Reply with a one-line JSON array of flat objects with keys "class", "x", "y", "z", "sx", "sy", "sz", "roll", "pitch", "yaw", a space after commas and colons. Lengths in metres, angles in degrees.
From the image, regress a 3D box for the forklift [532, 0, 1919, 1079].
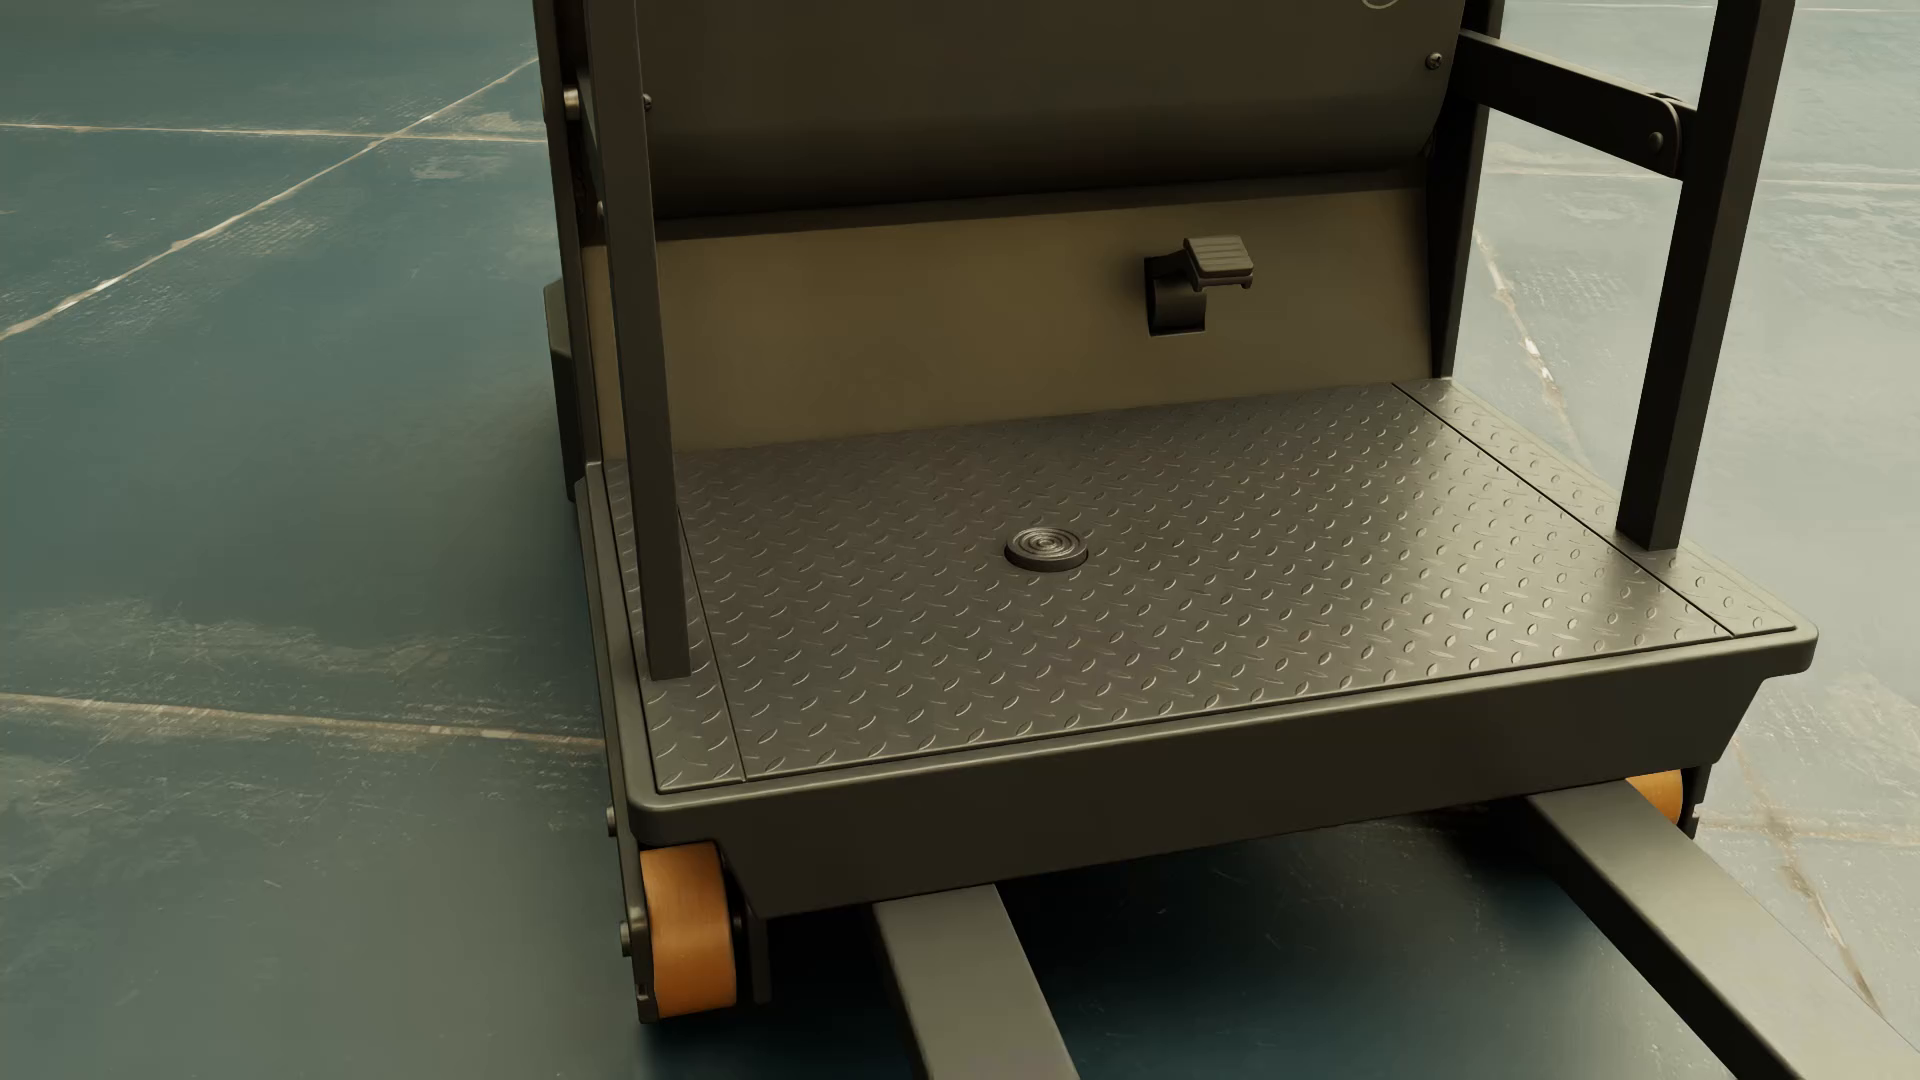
[{"class": "forklift", "x": 0.153, "y": -1.049, "z": 1.319, "sx": 1.130, "sy": 2.935, "sz": 3.031, "roll": -7, "pitch": 27, "yaw": -13}]
